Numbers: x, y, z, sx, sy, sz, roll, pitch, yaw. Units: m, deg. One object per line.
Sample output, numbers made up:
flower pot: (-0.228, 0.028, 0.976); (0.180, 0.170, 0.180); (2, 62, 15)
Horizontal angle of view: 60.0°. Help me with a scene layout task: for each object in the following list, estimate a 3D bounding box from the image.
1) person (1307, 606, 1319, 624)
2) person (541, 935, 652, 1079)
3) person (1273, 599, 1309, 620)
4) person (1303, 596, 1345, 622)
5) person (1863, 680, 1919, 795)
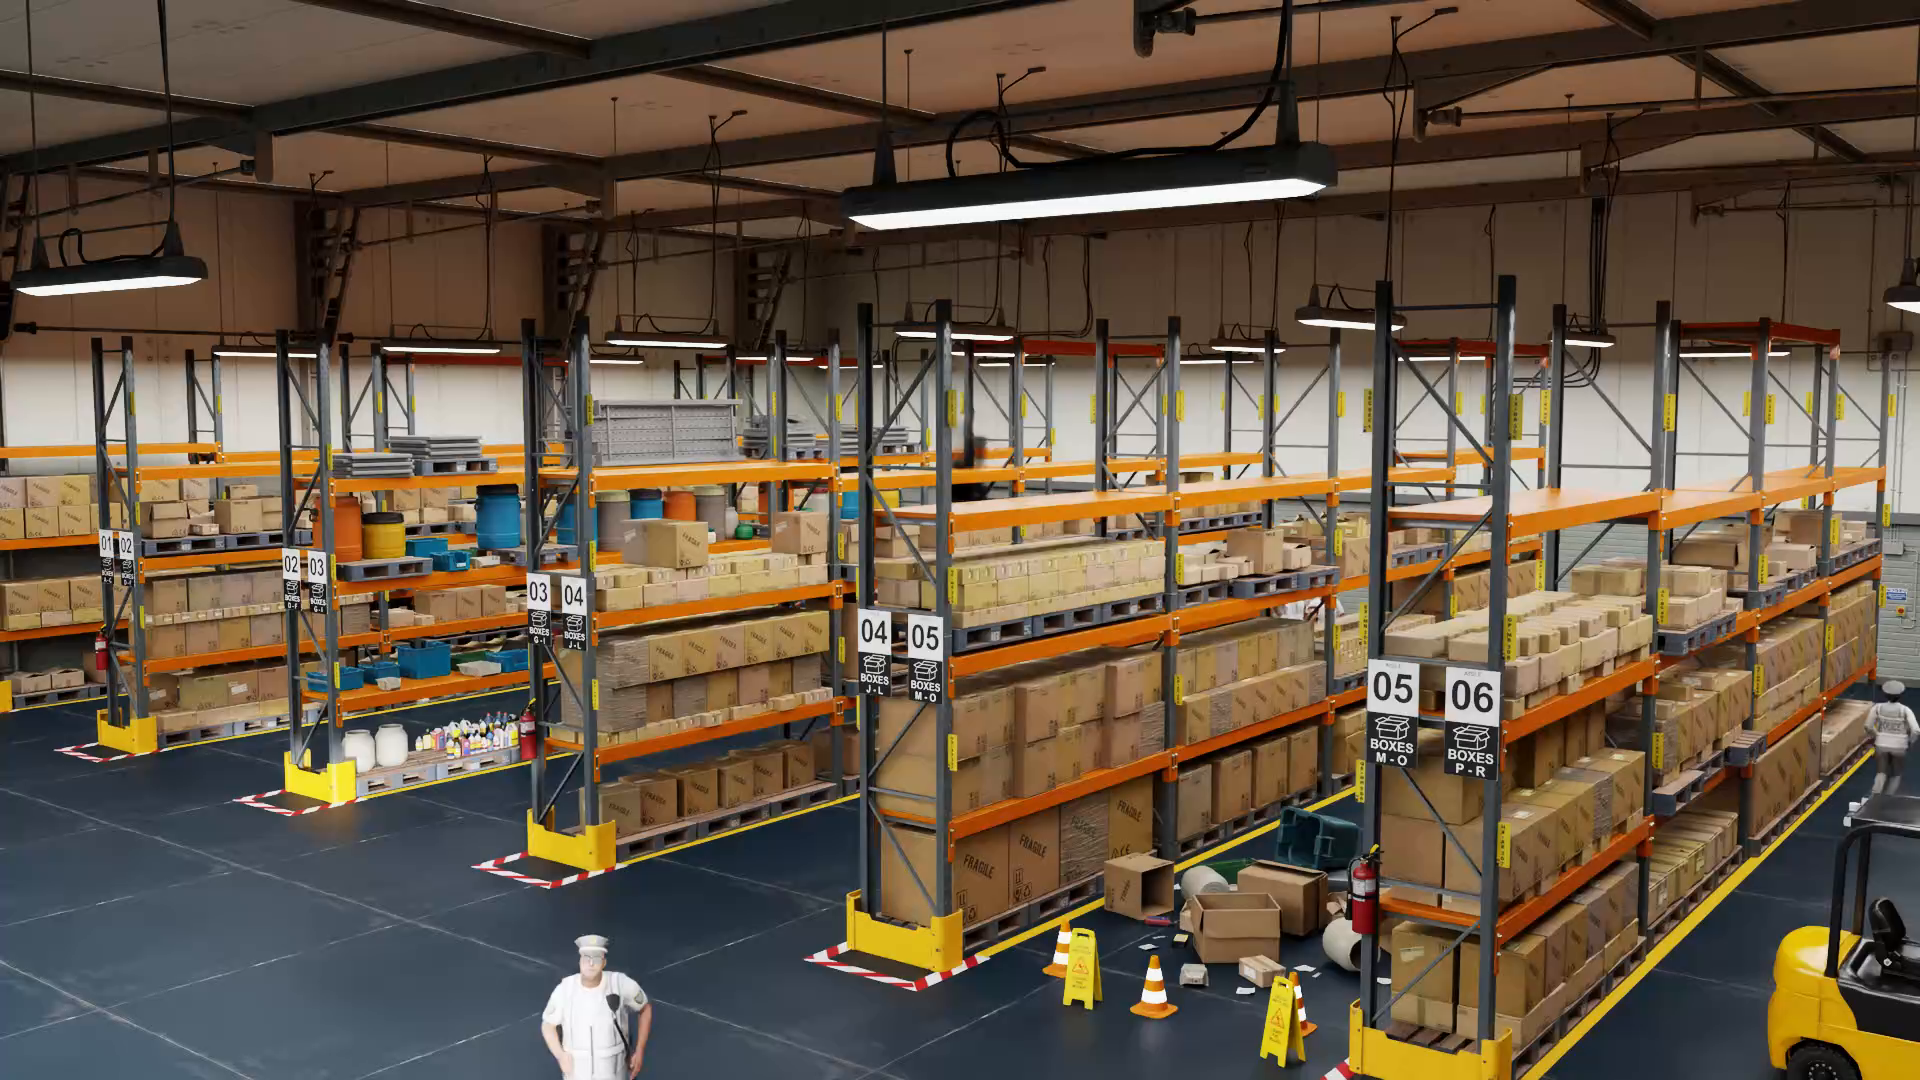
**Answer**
person: (5.760, 1.929, 27.307); (0.559, 1.685, 0.853); (4, 6, 36)
person: (-2.348, 3.378, 10.678); (0.671, 1.751, 0.600); (-1, 5, -7)
person: (6.313, 1.570, 31.374); (0.690, 1.725, 0.614); (-2, 5, -17)
person: (6.645, 1.673, 30.285); (0.729, 1.746, 0.756); (0, 5, -2)
person: (11.436, 2.563, 20.421); (0.628, 1.673, 0.547); (4, 6, 39)
